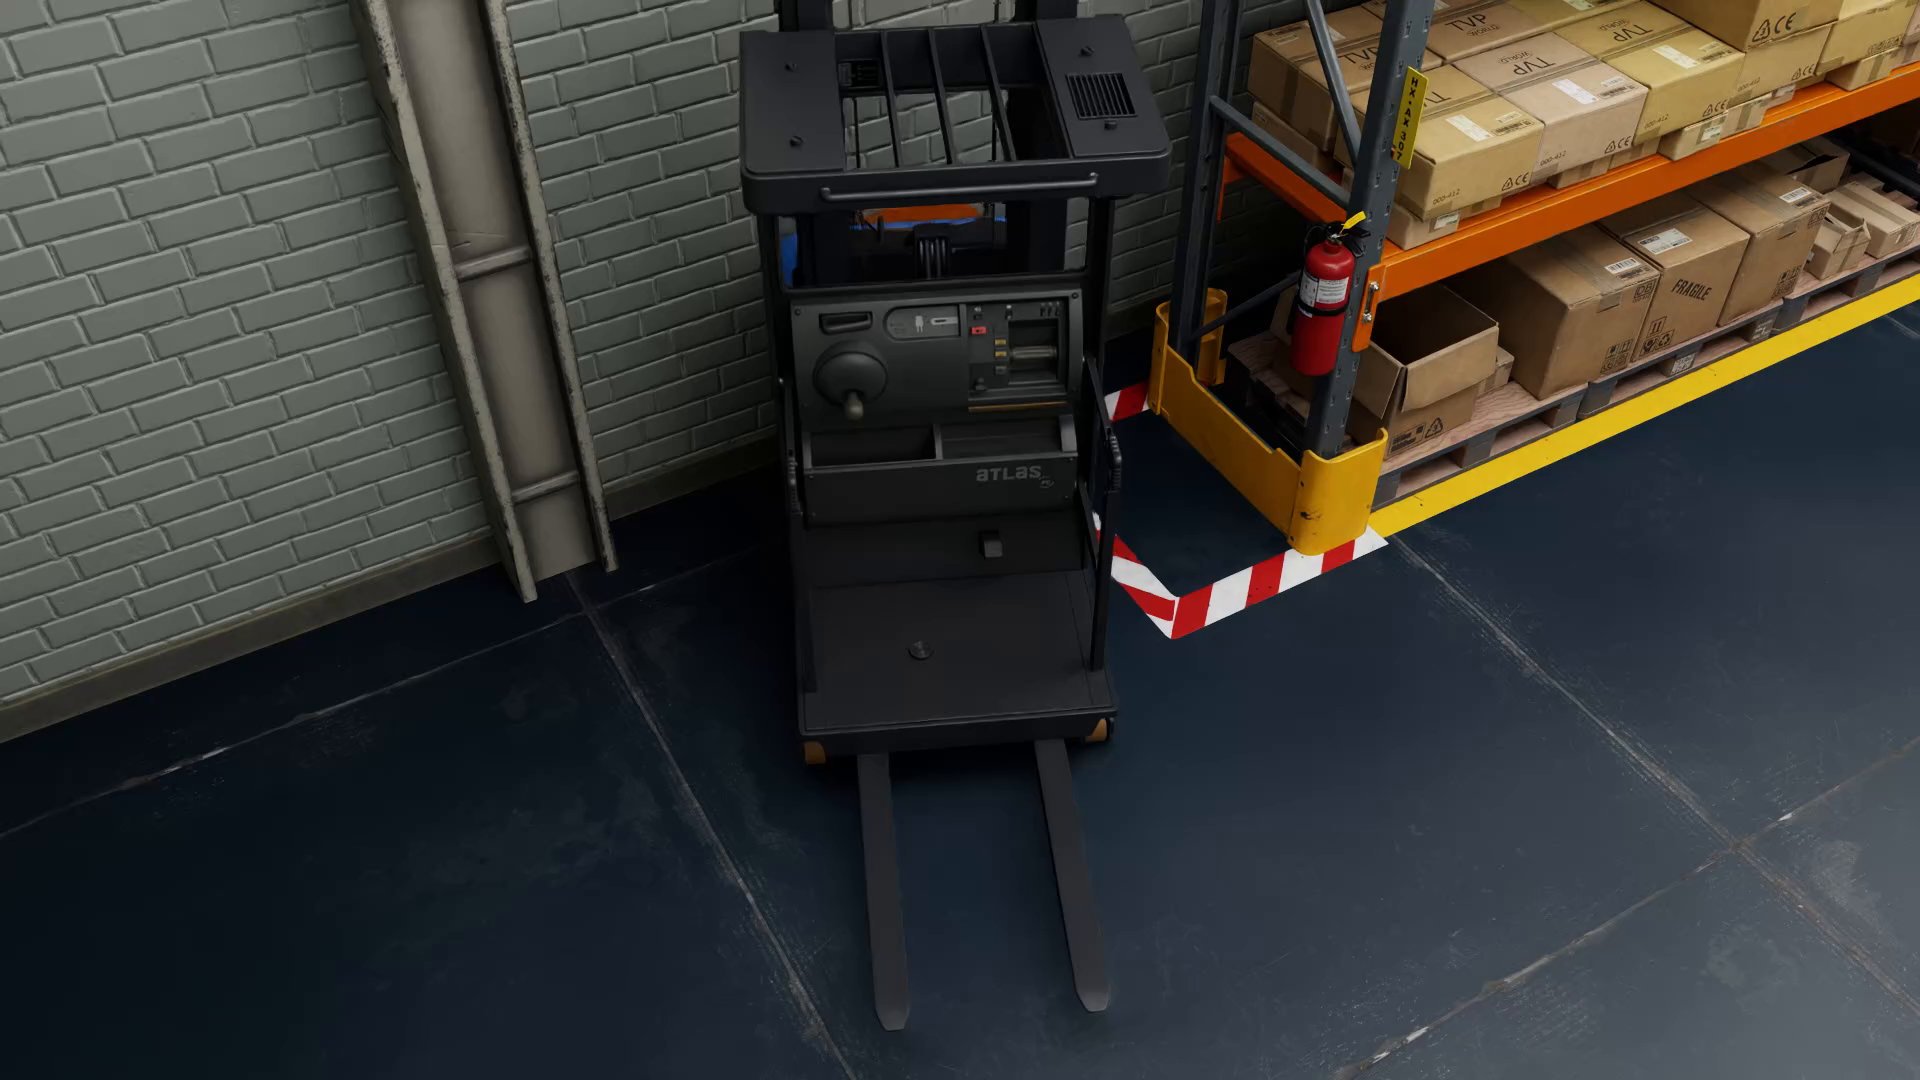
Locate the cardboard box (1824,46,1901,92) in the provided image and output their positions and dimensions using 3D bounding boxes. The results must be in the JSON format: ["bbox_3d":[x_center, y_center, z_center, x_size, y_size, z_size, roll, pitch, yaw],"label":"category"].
[{"bbox_3d":[3.620,-2.027,6.866,0.250,0.149,0.380,-22,48,-22],"label":"cardboard box"}]

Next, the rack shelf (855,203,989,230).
[{"bbox_3d":[-0.157,-1.215,6.568,0.480,0.148,0.258,-22,48,-24],"label":"rack shelf"}]

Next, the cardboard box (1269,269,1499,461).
[{"bbox_3d":[1.757,-0.791,6.902,0.637,0.503,0.797,-24,49,-22],"label":"cardboard box"}]

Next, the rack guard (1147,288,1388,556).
[{"bbox_3d":[1.245,-0.511,6.917,0.348,0.500,1.175,-22,48,-21],"label":"rack guard"}]

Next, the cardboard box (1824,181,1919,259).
[{"bbox_3d":[4.311,-1.526,7.914,0.250,0.149,0.380,-23,49,-22],"label":"cardboard box"}]

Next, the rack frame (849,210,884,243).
[{"bbox_3d":[-0.375,-0.842,6.732,0.015,1.200,0.240,-22,48,-24],"label":"rack frame"}]

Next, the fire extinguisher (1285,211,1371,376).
[{"bbox_3d":[1.282,-0.890,5.836,0.183,0.674,0.296,-22,48,-21],"label":"fire extinguisher"}]

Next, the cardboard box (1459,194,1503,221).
[{"bbox_3d":[1.799,-1.356,6.173,0.250,0.149,0.380,-21,48,-20],"label":"cardboard box"}]

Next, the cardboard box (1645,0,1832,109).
[{"bbox_3d":[3.015,-1.972,6.522,0.500,0.250,0.500,-23,49,-22],"label":"cardboard box"}]

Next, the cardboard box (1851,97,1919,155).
[{"bbox_3d":[4.926,-2.372,8.533,0.500,0.500,0.500,-22,48,-21],"label":"cardboard box"}]

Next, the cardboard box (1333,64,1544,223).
[{"bbox_3d":[1.707,-1.429,5.963,0.500,0.250,0.500,-22,48,-21],"label":"cardboard box"}]

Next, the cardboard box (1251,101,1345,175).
[{"bbox_3d":[1.333,-1.568,6.392,0.250,0.149,0.380,-22,48,-21],"label":"cardboard box"}]

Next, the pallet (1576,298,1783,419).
[{"bbox_3d":[2.993,-1.104,7.737,1.213,0.211,1.003,-22,48,-21],"label":"pallet"}]

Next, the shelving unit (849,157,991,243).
[{"bbox_3d":[-0.169,-0.925,6.832,0.503,1.200,0.258,-22,48,-24],"label":"shelving unit"}]

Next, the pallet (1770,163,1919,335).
[{"bbox_3d":[4.052,-1.531,8.176,1.213,0.211,1.003,-22,48,-21],"label":"pallet"}]

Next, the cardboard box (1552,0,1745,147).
[{"bbox_3d":[2.582,-1.782,6.326,0.500,0.250,0.500,-23,49,-22],"label":"cardboard box"}]

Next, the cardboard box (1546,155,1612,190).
[{"bbox_3d":[2.259,-1.518,6.341,0.250,0.149,0.380,-20,48,-20],"label":"cardboard box"}]

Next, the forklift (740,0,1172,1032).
[{"bbox_3d":[-0.046,-0.509,5.169,1.130,2.935,3.031,-4,44,-4],"label":"forklift"}]

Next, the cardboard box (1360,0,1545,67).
[{"bbox_3d":[1.894,-1.932,6.481,0.500,0.250,0.500,-22,48,-21],"label":"cardboard box"}]

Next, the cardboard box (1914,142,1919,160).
[{"bbox_3d":[5.179,-2.055,8.207,0.500,0.500,0.500,-20,48,-19],"label":"cardboard box"}]

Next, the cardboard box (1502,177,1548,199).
[{"bbox_3d":[2.009,-1.468,6.289,0.250,0.149,0.380,-22,48,-21],"label":"cardboard box"}]

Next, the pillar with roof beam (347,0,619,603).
[{"bbox_3d":[0.537,-0.543,0.848,0.400,9.000,9.100,-22,48,-21],"label":"pillar with roof beam"}]

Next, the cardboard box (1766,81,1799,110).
[{"bbox_3d":[3.150,-1.891,6.725,0.250,0.149,0.380,-22,48,-21],"label":"cardboard box"}]

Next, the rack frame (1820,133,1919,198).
[{"bbox_3d":[4.648,-2.769,7.449,0.127,3.000,1.000,-22,48,-21],"label":"rack frame"}]

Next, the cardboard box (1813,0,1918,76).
[{"bbox_3d":[3.462,-2.150,6.706,0.500,0.250,0.500,-22,48,-21],"label":"cardboard box"}]

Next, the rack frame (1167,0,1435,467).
[{"bbox_3d":[1.179,-1.381,6.019,0.127,3.000,1.000,-22,48,-21],"label":"rack frame"}]

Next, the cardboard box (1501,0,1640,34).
[{"bbox_3d":[2.325,-2.101,6.655,0.500,0.250,0.500,-20,48,-20],"label":"cardboard box"}]

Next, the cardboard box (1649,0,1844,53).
[{"bbox_3d":[3.007,-2.219,6.238,0.500,0.500,0.500,-21,48,-20],"label":"cardboard box"}]

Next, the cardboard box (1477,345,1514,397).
[{"bbox_3d":[2.145,-0.788,7.153,0.250,0.149,0.380,-24,49,-22],"label":"cardboard box"}]

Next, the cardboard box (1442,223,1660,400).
[{"bbox_3d":[2.518,-1.063,7.185,0.500,0.500,0.700,-20,48,-19],"label":"cardboard box"}]

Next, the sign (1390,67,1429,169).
[{"bbox_3d":[1.450,-1.364,5.380,0.005,0.325,0.100,-22,48,-21],"label":"sign"}]

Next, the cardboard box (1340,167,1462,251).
[{"bbox_3d":[1.601,-1.239,6.054,0.250,0.149,0.380,-22,48,-21],"label":"cardboard box"}]

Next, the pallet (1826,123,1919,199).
[{"bbox_3d":[5.334,-2.073,8.735,1.213,0.211,1.003,-22,48,-21],"label":"pallet"}]

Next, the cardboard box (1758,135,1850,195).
[{"bbox_3d":[3.957,-1.868,8.150,0.500,0.311,0.500,-20,48,-20],"label":"cardboard box"}]

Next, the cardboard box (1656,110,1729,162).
[{"bbox_3d":[2.743,-1.656,6.483,0.250,0.149,0.380,-23,49,-22],"label":"cardboard box"}]

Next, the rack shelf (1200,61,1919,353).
[{"bbox_3d":[2.914,-1.817,6.985,4.000,0.370,1.077,-22,48,-21],"label":"rack shelf"}]

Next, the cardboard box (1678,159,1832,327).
[{"bbox_3d":[3.418,-1.423,7.556,0.500,0.500,0.700,-24,49,-22],"label":"cardboard box"}]

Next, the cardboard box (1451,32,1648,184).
[{"bbox_3d":[2.144,-1.604,6.143,0.500,0.250,0.500,-21,48,-21],"label":"cardboard box"}]

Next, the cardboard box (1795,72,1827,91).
[{"bbox_3d":[3.341,-2.005,6.843,0.250,0.149,0.380,-21,48,-20],"label":"cardboard box"}]

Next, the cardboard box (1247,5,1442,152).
[{"bbox_3d":[1.446,-1.754,6.298,0.500,0.250,0.500,-20,48,-20],"label":"cardboard box"}]

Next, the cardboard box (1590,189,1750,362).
[{"bbox_3d":[3.026,-1.186,7.312,0.500,0.500,0.500,-21,48,-20],"label":"cardboard box"}]

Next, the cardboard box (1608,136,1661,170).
[{"bbox_3d":[2.486,-1.614,6.440,0.250,0.149,0.380,-21,48,-20],"label":"cardboard box"}]

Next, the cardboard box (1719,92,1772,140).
[{"bbox_3d":[2.961,-1.760,6.590,0.250,0.149,0.380,-21,48,-20],"label":"cardboard box"}]

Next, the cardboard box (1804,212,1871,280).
[{"bbox_3d":[4.001,-1.444,7.746,0.258,0.266,0.396,-20,48,-20],"label":"cardboard box"}]

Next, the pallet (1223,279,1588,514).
[{"bbox_3d":[1.936,-0.684,7.303,1.213,0.211,1.003,-22,48,-21],"label":"pallet"}]

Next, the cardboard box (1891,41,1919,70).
[{"bbox_3d":[3.828,-2.133,6.974,0.250,0.149,0.380,-21,48,-20],"label":"cardboard box"}]

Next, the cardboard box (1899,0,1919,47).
[{"bbox_3d":[3.901,-2.315,6.876,0.500,0.250,0.500,-22,48,-21],"label":"cardboard box"}]

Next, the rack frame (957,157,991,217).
[{"bbox_3d":[0.038,-1.007,6.932,0.015,1.200,0.240,-22,48,-24],"label":"rack frame"}]
